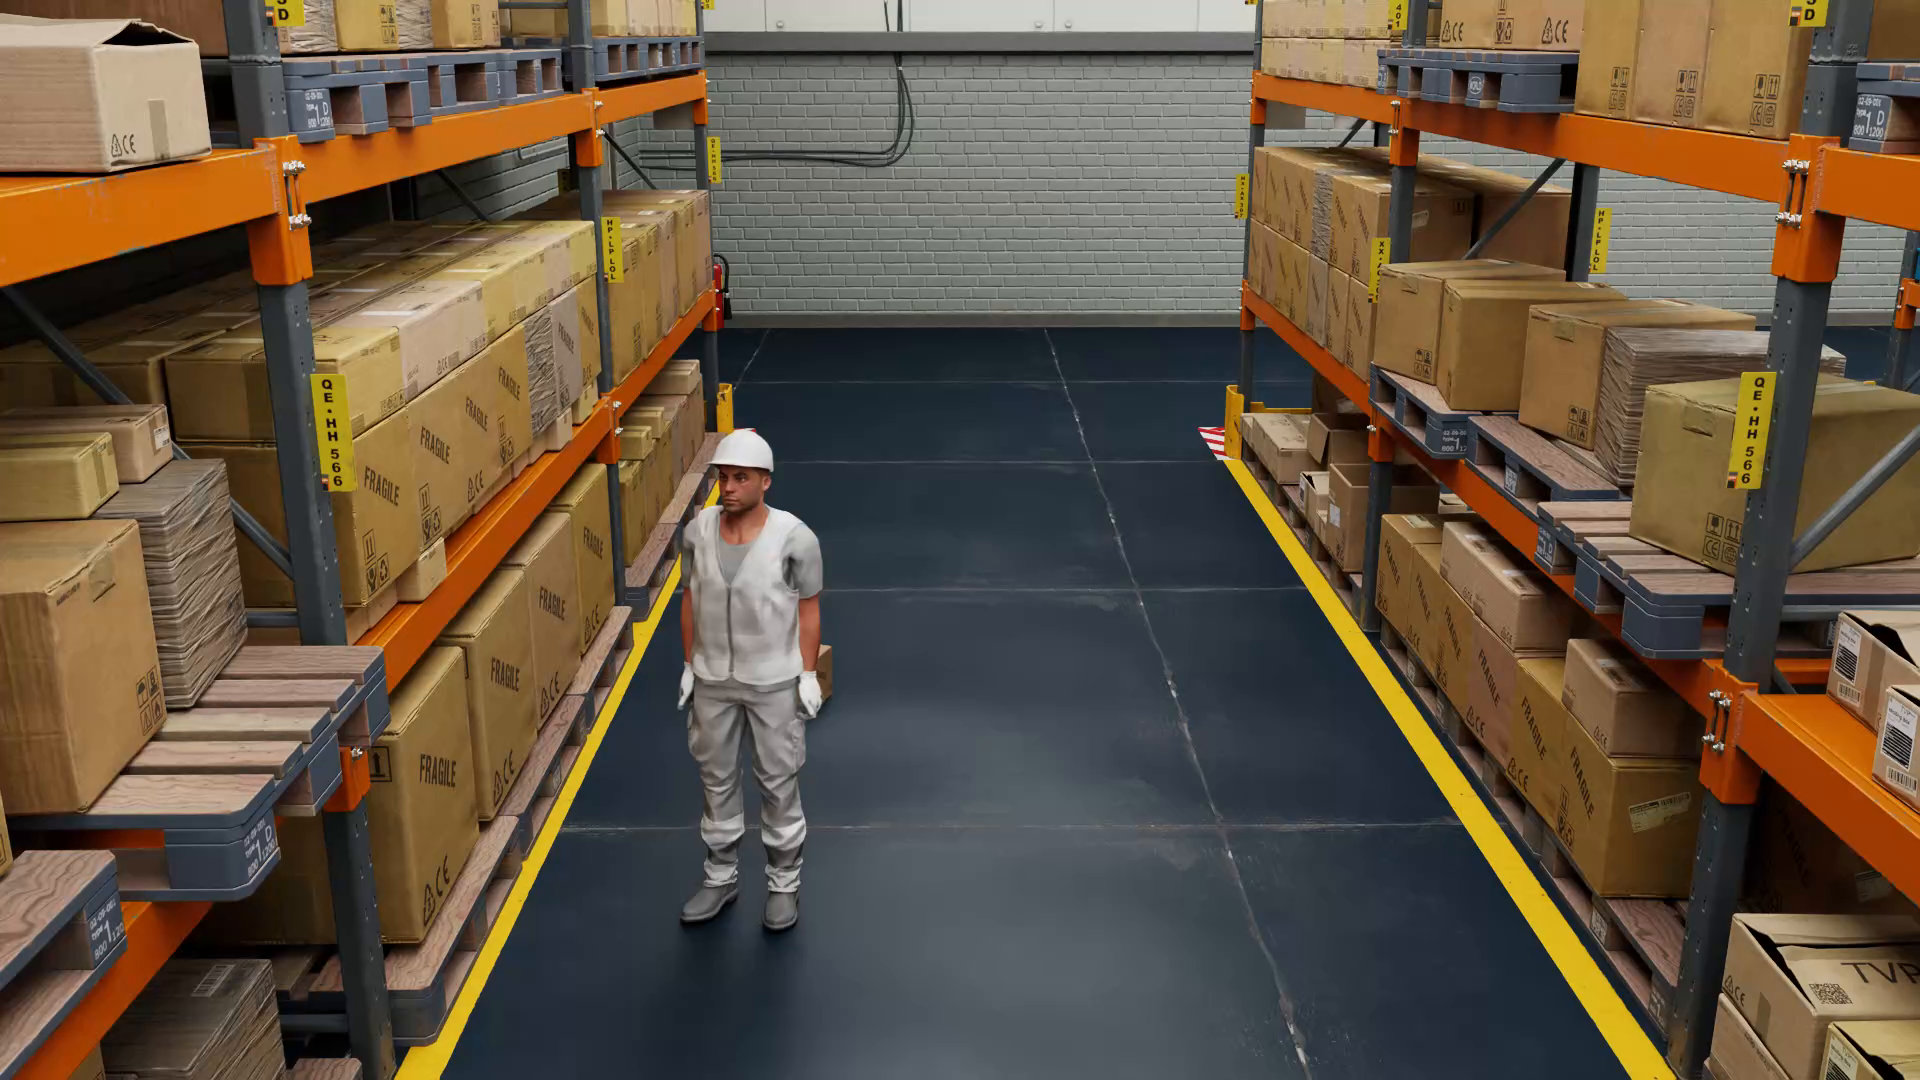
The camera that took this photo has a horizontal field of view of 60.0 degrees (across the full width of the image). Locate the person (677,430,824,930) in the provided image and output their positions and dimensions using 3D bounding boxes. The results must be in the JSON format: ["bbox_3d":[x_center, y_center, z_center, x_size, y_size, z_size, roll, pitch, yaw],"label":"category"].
[{"bbox_3d":[-0.747,0.500,5.853,0.530,1.795,0.370,3,17,11],"label":"person"}]
